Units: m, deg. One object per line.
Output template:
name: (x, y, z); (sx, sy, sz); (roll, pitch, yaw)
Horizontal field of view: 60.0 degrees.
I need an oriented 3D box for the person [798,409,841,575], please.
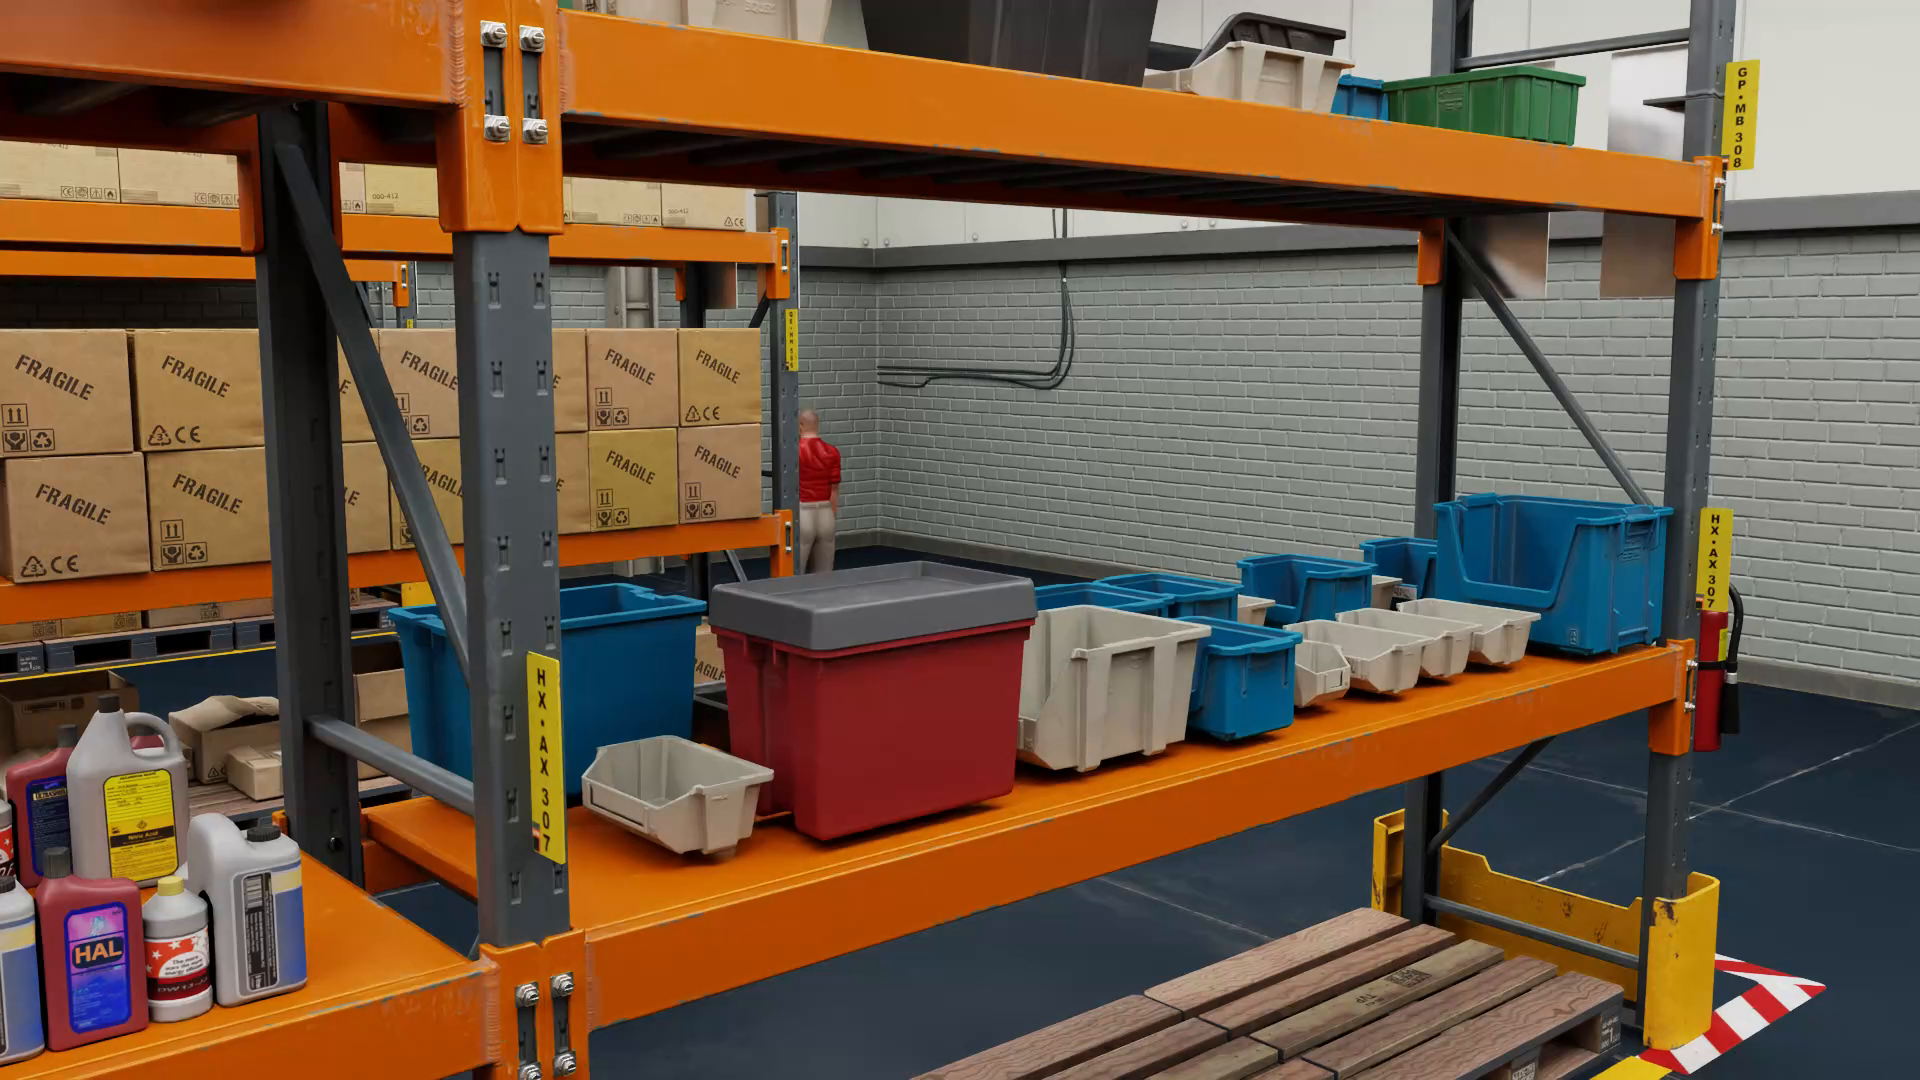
person: (-1.133, -0.094, 12.113); (0.527, 1.729, 0.352); (-6, 10, -39)
